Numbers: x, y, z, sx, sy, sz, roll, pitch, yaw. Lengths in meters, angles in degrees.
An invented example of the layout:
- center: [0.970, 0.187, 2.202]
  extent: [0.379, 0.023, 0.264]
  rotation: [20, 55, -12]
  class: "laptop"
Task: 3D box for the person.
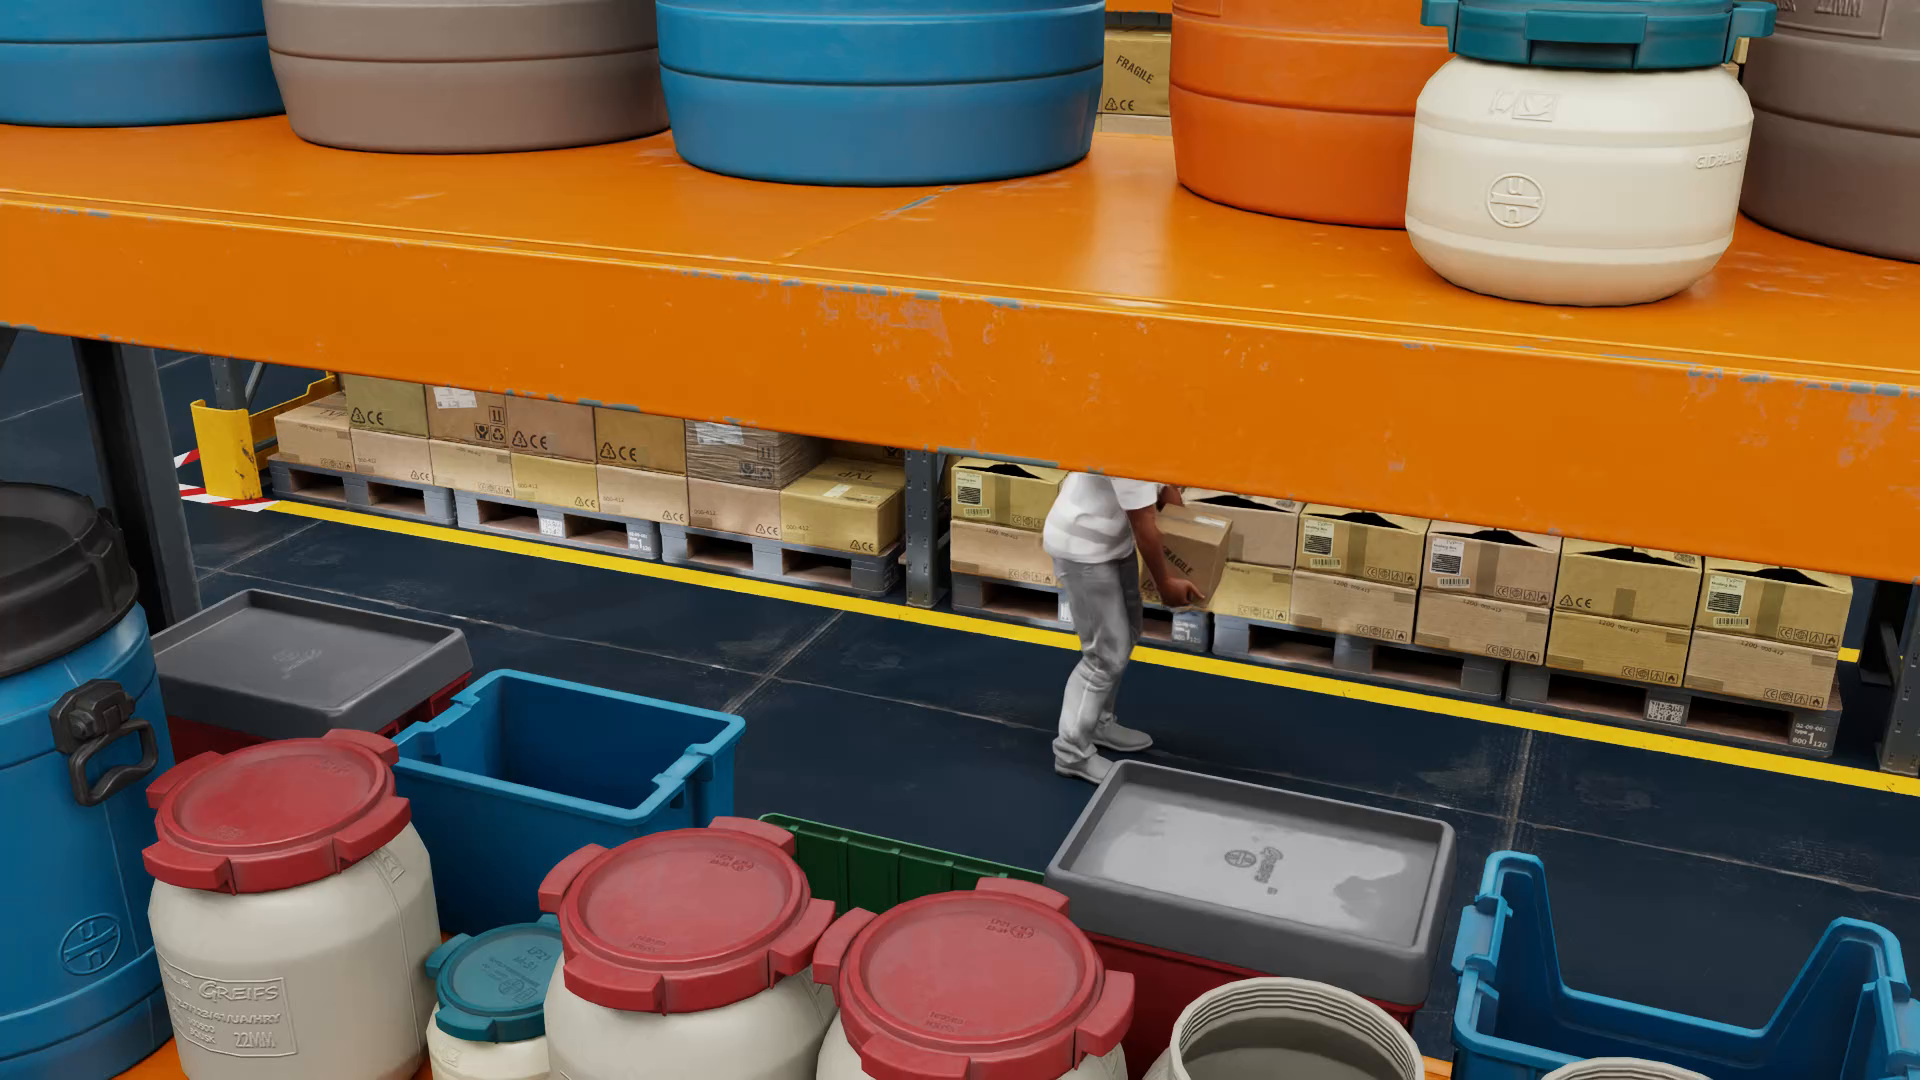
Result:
- center: [0.620, 0.045, 6.010]
  extent: [0.613, 1.718, 0.498]
  rotation: [8, 23, 18]
  class: "person"
